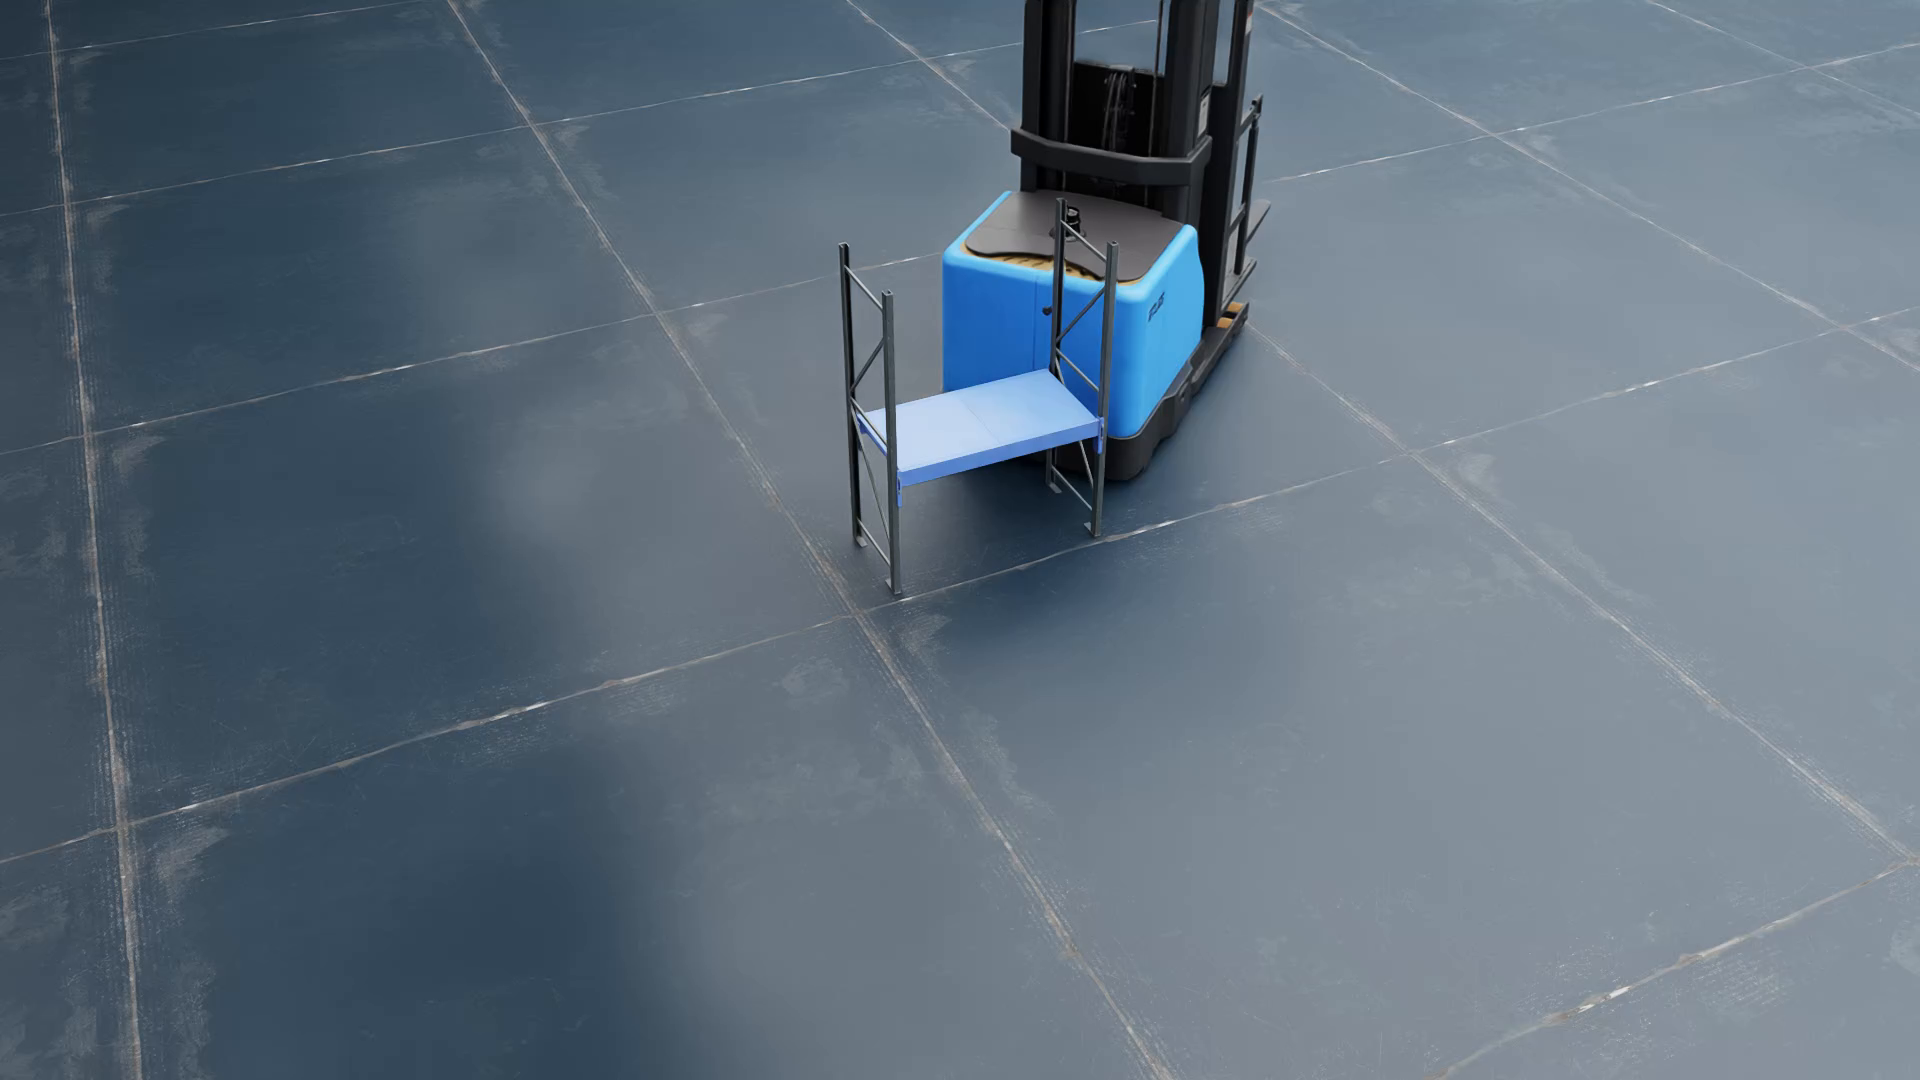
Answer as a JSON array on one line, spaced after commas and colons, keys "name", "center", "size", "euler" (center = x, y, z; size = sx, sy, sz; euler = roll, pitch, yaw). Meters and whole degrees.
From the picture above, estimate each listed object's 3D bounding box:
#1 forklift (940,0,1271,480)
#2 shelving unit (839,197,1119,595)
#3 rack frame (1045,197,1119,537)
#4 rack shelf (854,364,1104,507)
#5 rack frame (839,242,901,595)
[{"name": "forklift", "center": [0.969, -2.336, 8.439], "size": [1.130, 2.935, 3.031], "euler": [15, 39, 19]}, {"name": "shelving unit", "center": [0.077, -0.624, 7.332], "size": [1.048, 1.500, 0.538], "euler": [-16, 39, -20]}, {"name": "rack frame", "center": [0.537, -0.752, 7.506], "size": [0.032, 1.500, 0.500], "euler": [-16, 39, -20]}, {"name": "rack shelf", "center": [0.077, -0.479, 7.439], "size": [1.000, 0.185, 0.538], "euler": [-16, 39, -20]}, {"name": "rack frame", "center": [-0.383, -0.495, 7.159], "size": [0.032, 1.500, 0.500], "euler": [-16, 39, -20]}]
